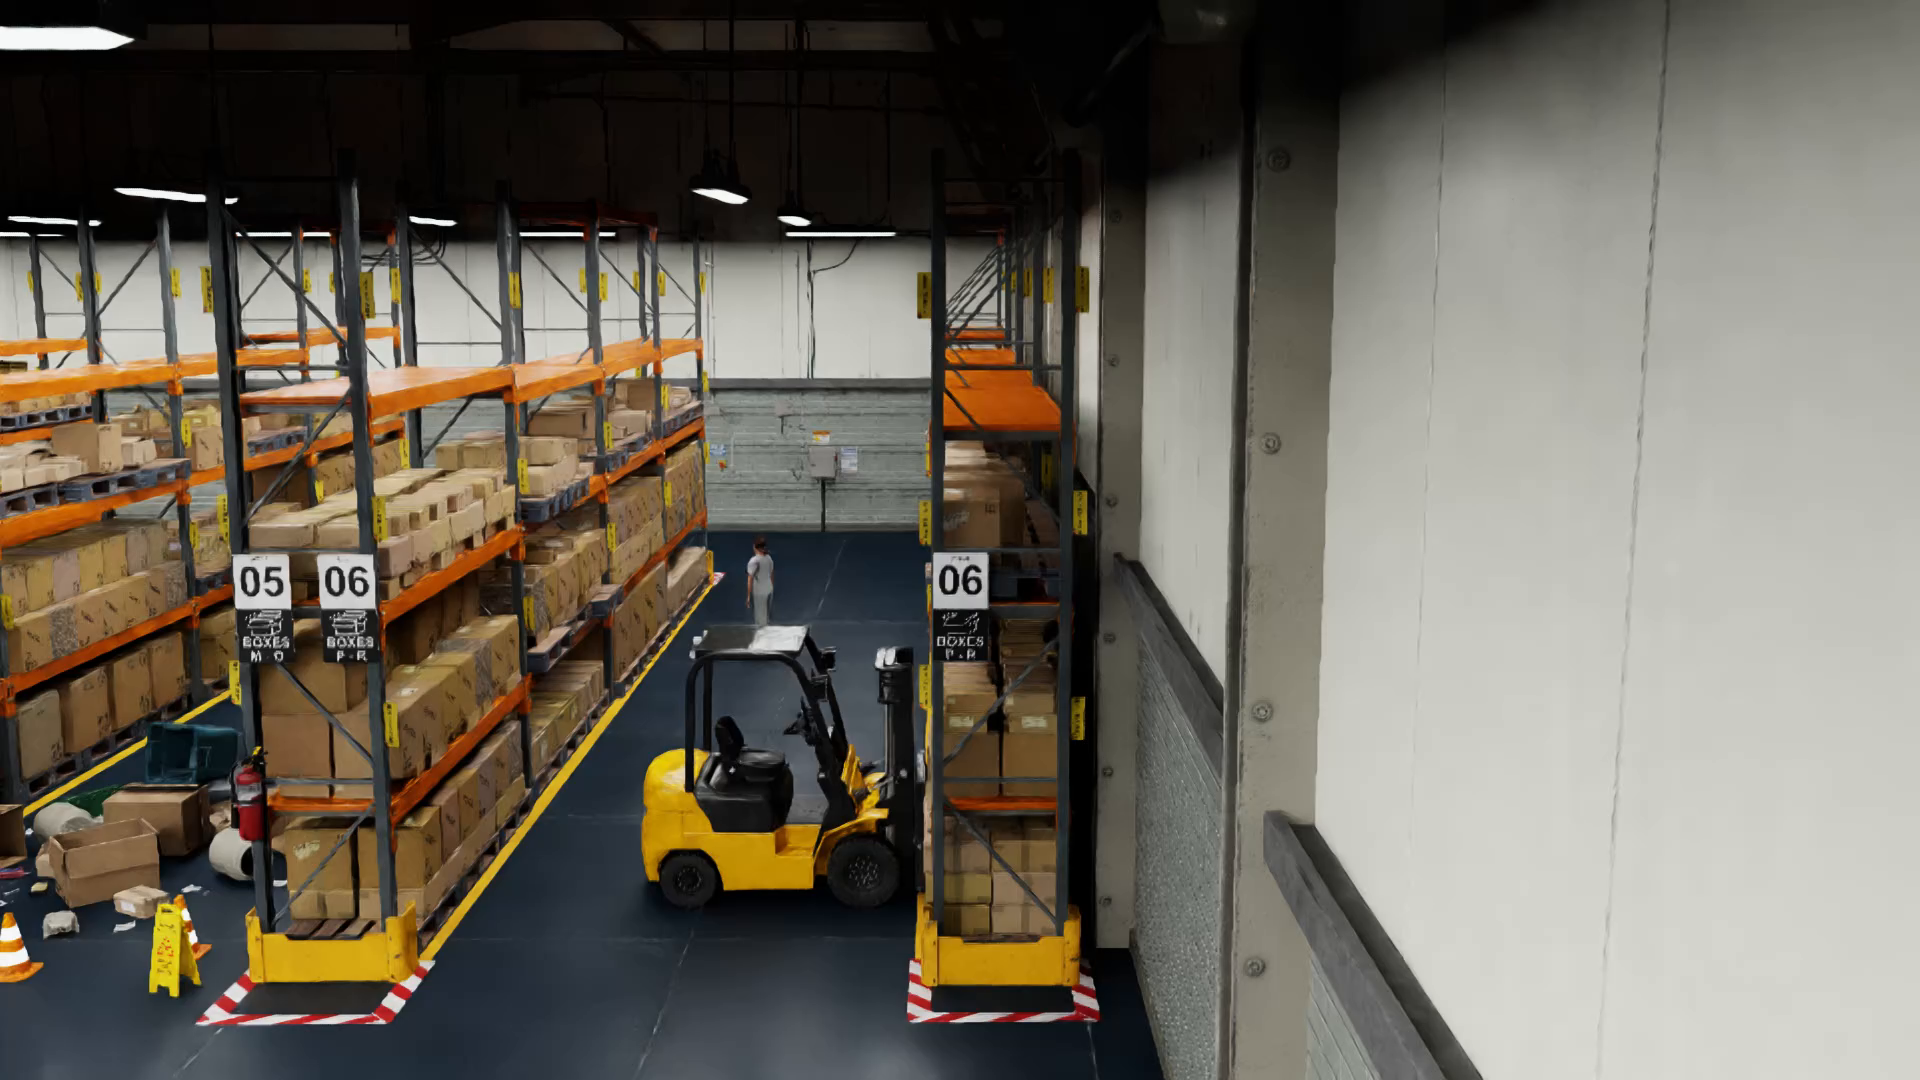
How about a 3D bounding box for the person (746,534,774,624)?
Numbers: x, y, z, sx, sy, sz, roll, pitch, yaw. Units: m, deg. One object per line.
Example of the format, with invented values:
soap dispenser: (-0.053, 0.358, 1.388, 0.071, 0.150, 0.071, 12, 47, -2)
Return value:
person: (-2.724, 0.746, 22.464, 0.552, 1.666, 0.563, 5, 10, 28)
